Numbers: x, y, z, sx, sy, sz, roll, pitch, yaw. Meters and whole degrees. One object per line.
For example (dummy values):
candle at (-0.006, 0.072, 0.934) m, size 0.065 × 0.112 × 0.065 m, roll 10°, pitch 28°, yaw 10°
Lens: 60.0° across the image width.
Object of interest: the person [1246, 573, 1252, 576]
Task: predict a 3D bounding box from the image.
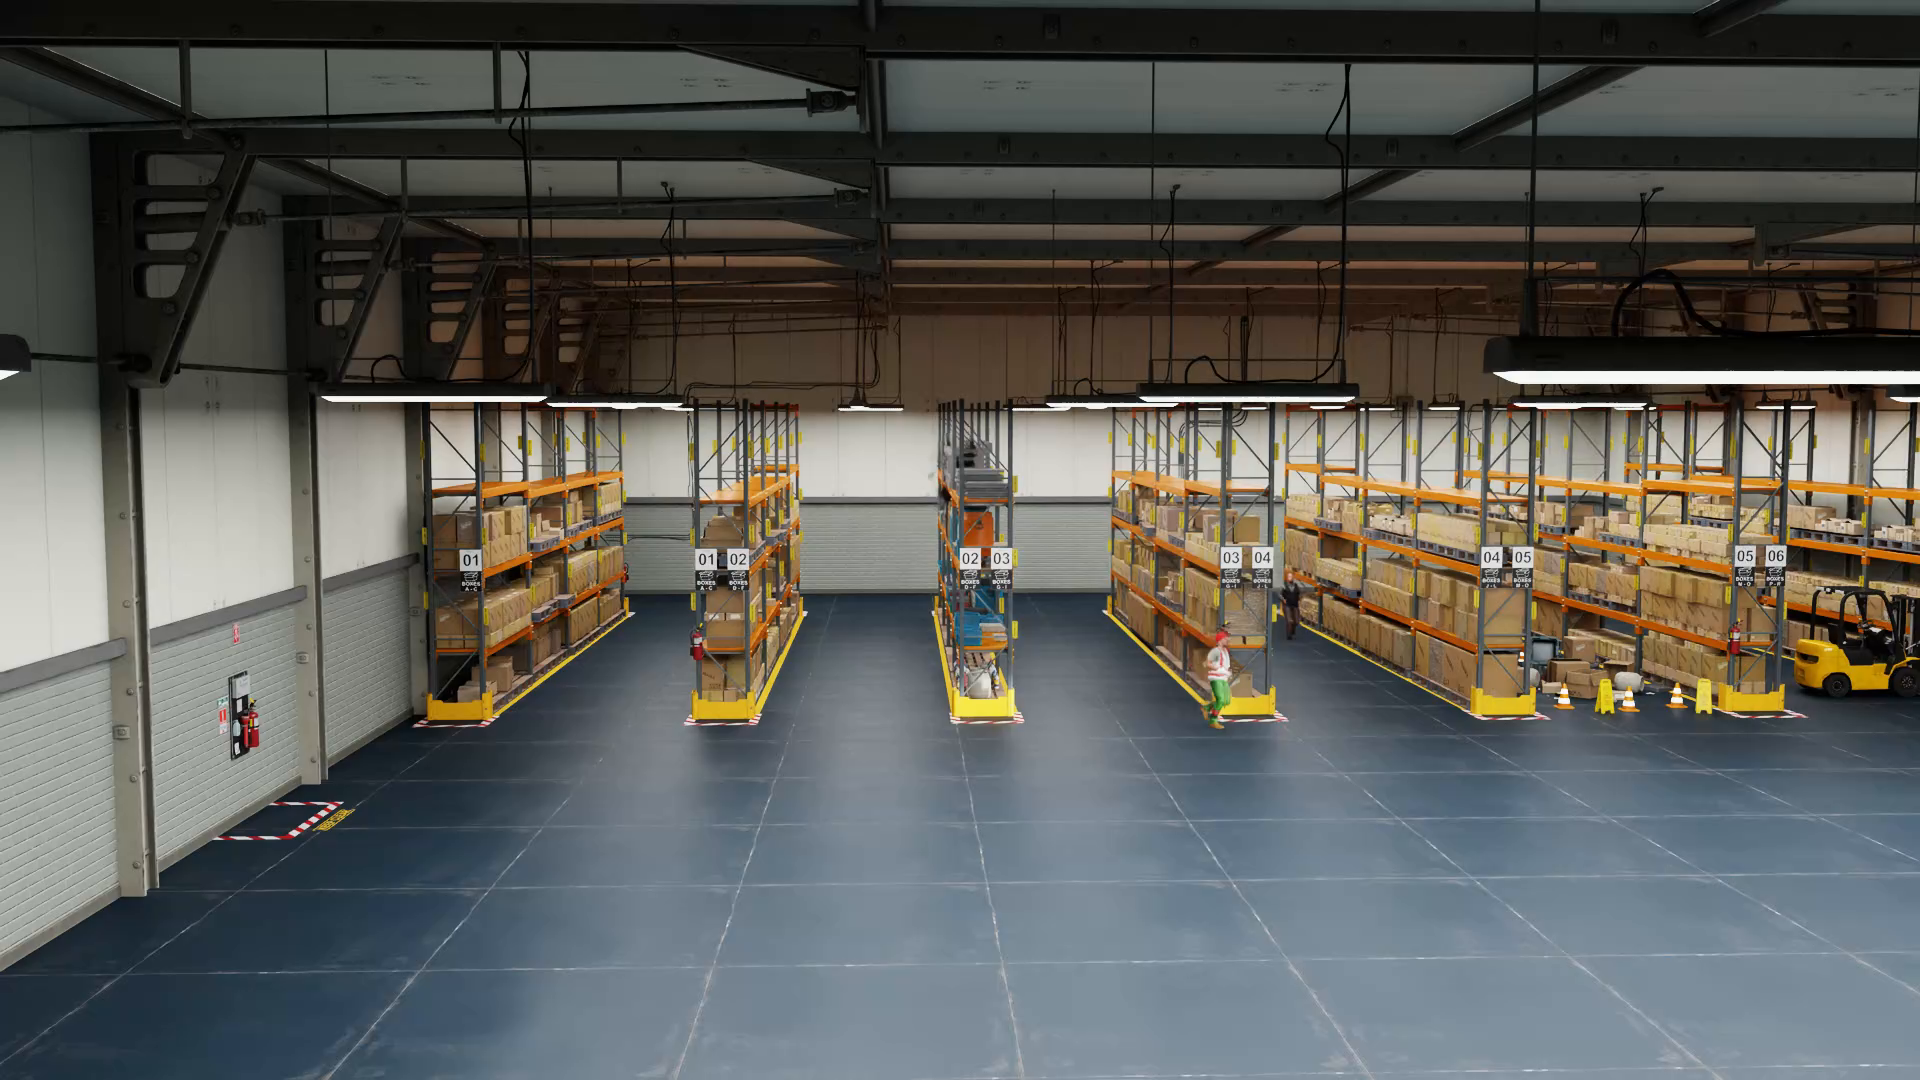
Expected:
person at (8.183, 1.224, 48.109) m, size 0.755 × 1.737 × 0.679 m, roll 1°, pitch 5°, yaw 18°

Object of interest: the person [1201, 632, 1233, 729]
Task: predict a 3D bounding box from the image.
person at (4.740, 2.555, 30.453) m, size 0.646 × 1.728 × 0.686 m, roll 4°, pitch 6°, yaw 40°

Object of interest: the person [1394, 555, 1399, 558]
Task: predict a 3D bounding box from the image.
person at (12.942, 1.218, 49.187) m, size 0.639 × 1.559 × 0.572 m, roll 1°, pitch 4°, yaw 7°

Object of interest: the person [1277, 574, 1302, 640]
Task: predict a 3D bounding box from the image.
person at (8.375, 1.687, 42.135) m, size 0.656 × 1.673 × 0.606 m, roll 0°, pitch 4°, yaw -2°
